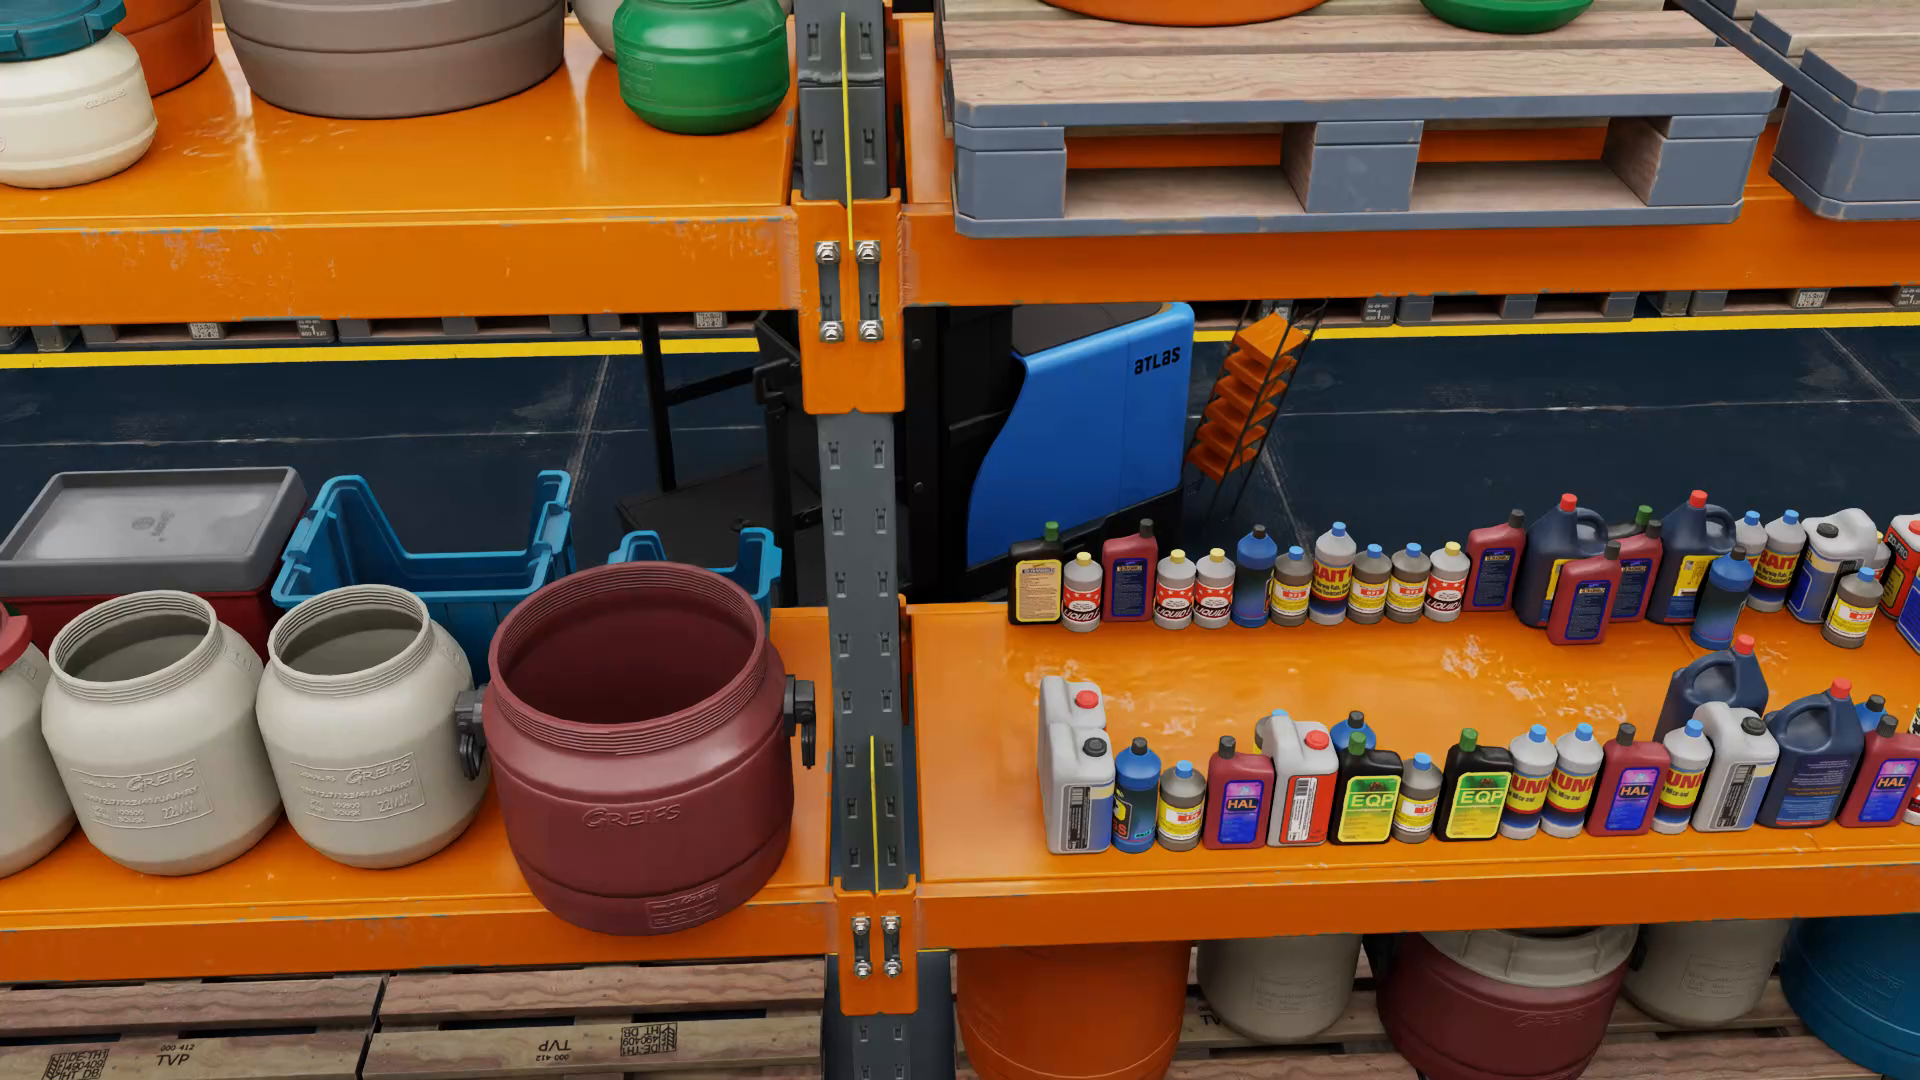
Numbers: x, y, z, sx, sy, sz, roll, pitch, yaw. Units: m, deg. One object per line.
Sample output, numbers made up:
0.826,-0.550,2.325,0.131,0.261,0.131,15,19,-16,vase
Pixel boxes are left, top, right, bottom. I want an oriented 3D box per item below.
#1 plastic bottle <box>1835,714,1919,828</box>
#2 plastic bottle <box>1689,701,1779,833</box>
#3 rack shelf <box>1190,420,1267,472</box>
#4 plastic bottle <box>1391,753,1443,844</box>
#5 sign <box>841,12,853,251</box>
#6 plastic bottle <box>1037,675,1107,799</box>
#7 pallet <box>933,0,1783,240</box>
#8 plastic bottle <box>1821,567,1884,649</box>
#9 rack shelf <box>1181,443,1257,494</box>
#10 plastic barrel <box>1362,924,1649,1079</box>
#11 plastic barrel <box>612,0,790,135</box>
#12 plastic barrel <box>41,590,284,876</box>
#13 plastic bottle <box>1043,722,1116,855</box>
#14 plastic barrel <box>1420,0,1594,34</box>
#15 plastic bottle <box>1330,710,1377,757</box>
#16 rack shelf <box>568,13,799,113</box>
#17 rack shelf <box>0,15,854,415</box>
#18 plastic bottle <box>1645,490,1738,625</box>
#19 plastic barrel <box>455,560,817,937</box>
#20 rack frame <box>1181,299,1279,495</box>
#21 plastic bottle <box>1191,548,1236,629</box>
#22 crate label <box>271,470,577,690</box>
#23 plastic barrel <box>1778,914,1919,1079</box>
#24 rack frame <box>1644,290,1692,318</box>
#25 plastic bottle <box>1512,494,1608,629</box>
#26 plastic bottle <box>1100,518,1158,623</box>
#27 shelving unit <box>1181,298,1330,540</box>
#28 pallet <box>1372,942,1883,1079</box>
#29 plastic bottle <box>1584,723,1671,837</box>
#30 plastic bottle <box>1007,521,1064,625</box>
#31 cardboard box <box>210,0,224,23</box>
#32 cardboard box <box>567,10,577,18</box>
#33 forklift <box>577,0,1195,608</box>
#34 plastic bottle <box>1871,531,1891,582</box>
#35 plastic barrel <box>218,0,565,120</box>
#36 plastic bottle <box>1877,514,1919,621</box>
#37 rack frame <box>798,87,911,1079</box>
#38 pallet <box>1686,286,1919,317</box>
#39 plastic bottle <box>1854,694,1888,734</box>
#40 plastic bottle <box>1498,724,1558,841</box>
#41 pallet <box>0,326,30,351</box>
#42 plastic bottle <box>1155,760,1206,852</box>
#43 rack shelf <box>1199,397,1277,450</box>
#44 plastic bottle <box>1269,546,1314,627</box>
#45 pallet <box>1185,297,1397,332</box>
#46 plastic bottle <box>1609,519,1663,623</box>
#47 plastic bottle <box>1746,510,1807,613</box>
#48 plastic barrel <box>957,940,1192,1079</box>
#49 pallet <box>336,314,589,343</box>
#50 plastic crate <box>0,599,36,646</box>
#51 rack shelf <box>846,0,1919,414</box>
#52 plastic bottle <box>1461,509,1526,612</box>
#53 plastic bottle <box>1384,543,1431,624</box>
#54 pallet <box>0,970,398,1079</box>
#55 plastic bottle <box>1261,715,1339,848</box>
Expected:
1.956,0.486,3.514,0.133,0.283,0.061,-2,35,-2,plastic bottle
1.635,0.472,3.542,0.135,0.276,0.152,-2,35,-2,plastic bottle
1.064,-0.402,6.547,0.258,0.103,0.180,-30,60,-36,rack shelf
0.963,0.536,3.514,0.097,0.201,0.097,0,35,0,plastic bottle
-0.164,-0.592,2.426,0.005,0.325,0.100,-2,35,-2,sign
0.243,0.423,3.613,0.135,0.276,0.152,-2,35,-2,plastic bottle
0.571,-0.835,2.851,1.213,0.211,1.003,-2,35,-2,pallet
2.186,0.157,4.061,0.097,0.201,0.097,0,35,0,plastic bottle
1.040,-0.320,6.631,0.258,0.103,0.180,-30,60,-36,rack shelf
1.418,1.051,4.345,0.708,0.588,0.600,-2,35,-2,plastic barrel
-0.442,-0.848,2.840,0.294,0.245,0.294,0,35,0,plastic barrel
-1.636,0.400,3.437,0.421,0.512,0.421,0,35,0,plastic barrel
0.250,0.509,3.488,0.135,0.276,0.152,-2,35,-2,plastic bottle
0.872,-0.954,2.625,0.294,0.245,0.294,0,35,0,plastic barrel
0.826,0.476,3.539,0.097,0.271,0.097,0,35,0,plastic bottle
-2.426,-2.180,7.897,4.000,0.370,1.077,-2,35,-2,rack shelf
-2.195,-0.598,2.974,4.000,0.370,1.077,-2,35,-2,rack shelf
1.807,0.033,4.110,0.185,0.351,0.144,-2,35,-2,plastic bottle
-0.647,0.415,3.395,0.708,0.536,0.600,-2,35,-2,plastic barrel
1.032,-0.570,6.468,0.240,1.200,0.006,-30,60,-36,rack frame
0.630,0.113,4.126,0.097,0.201,0.097,0,35,0,plastic bottle
-1.203,0.144,3.874,0.616,0.435,0.502,-2,35,-2,crate label
2.546,0.892,4.300,0.708,0.901,0.600,-2,35,-2,plastic barrel
3.567,-2.638,7.925,0.127,3.000,1.000,-2,35,-2,rack frame
1.489,0.041,4.098,0.185,0.351,0.144,-2,35,-2,plastic bottle
0.417,0.074,4.109,0.133,0.283,0.061,-2,35,-2,plastic bottle
1.095,-0.514,6.431,0.258,1.200,0.189,-30,60,-36,shelving unit
1.804,1.356,4.605,1.213,0.211,1.003,-2,35,-2,pallet
1.406,0.501,3.493,0.133,0.283,0.061,-2,35,-2,plastic bottle
0.186,0.080,4.100,0.133,0.283,0.061,-2,35,-2,plastic bottle
-3.130,-2.489,7.623,0.500,0.500,0.500,1,35,1,cardboard box
-1.699,-2.360,7.745,0.250,0.149,0.380,1,35,1,cardboard box
-0.632,-0.952,5.550,3.031,2.935,1.130,-20,40,-27,forklift
2.276,0.068,4.190,0.097,0.201,0.097,0,35,0,plastic bottle
-1.028,-1.255,2.851,0.600,0.901,0.600,0,35,0,plastic barrel
2.393,0.050,4.151,0.135,0.276,0.152,-2,35,-2,plastic bottle
-0.198,0.286,3.701,0.127,3.000,1.000,-2,35,-2,rack frame
4.253,-1.509,8.745,1.213,0.211,1.003,-2,35,-2,pallet
1.934,0.446,3.582,0.097,0.271,0.097,0,35,0,plastic bottle
1.193,0.501,3.503,0.097,0.271,0.097,0,35,0,plastic bottle
-5.220,-1.278,8.411,1.213,0.211,1.003,-2,35,-2,pallet
0.464,0.549,3.495,0.097,0.201,0.097,0,35,0,plastic bottle
1.087,-0.484,6.462,0.258,0.103,0.180,-30,60,-36,rack shelf
0.825,0.107,4.134,0.097,0.201,0.097,0,35,0,plastic bottle
1.535,-1.413,8.606,1.213,0.211,1.003,-2,35,-2,pallet
1.649,0.076,4.107,0.133,0.283,0.061,-2,35,-2,plastic bottle
2.044,0.046,4.161,0.097,0.271,0.097,0,35,0,plastic bottle
0.290,0.983,4.232,0.708,0.830,0.600,-2,35,-2,plastic barrel
-2.468,-1.352,8.518,1.213,0.211,1.003,-2,35,-2,pallet
-2.467,0.273,3.905,0.662,0.188,0.450,-2,35,-2,plastic crate
1.800,-0.706,3.130,4.000,0.370,1.077,-2,35,-2,rack shelf
1.328,0.050,4.145,0.133,0.283,0.061,-2,35,-2,plastic bottle
1.116,0.099,4.145,0.097,0.201,0.097,0,35,0,plastic bottle
-2.189,1.462,4.451,1.213,0.211,1.003,-2,35,-2,pallet
0.712,0.497,3.506,0.135,0.276,0.152,-2,35,-2,plastic bottle
